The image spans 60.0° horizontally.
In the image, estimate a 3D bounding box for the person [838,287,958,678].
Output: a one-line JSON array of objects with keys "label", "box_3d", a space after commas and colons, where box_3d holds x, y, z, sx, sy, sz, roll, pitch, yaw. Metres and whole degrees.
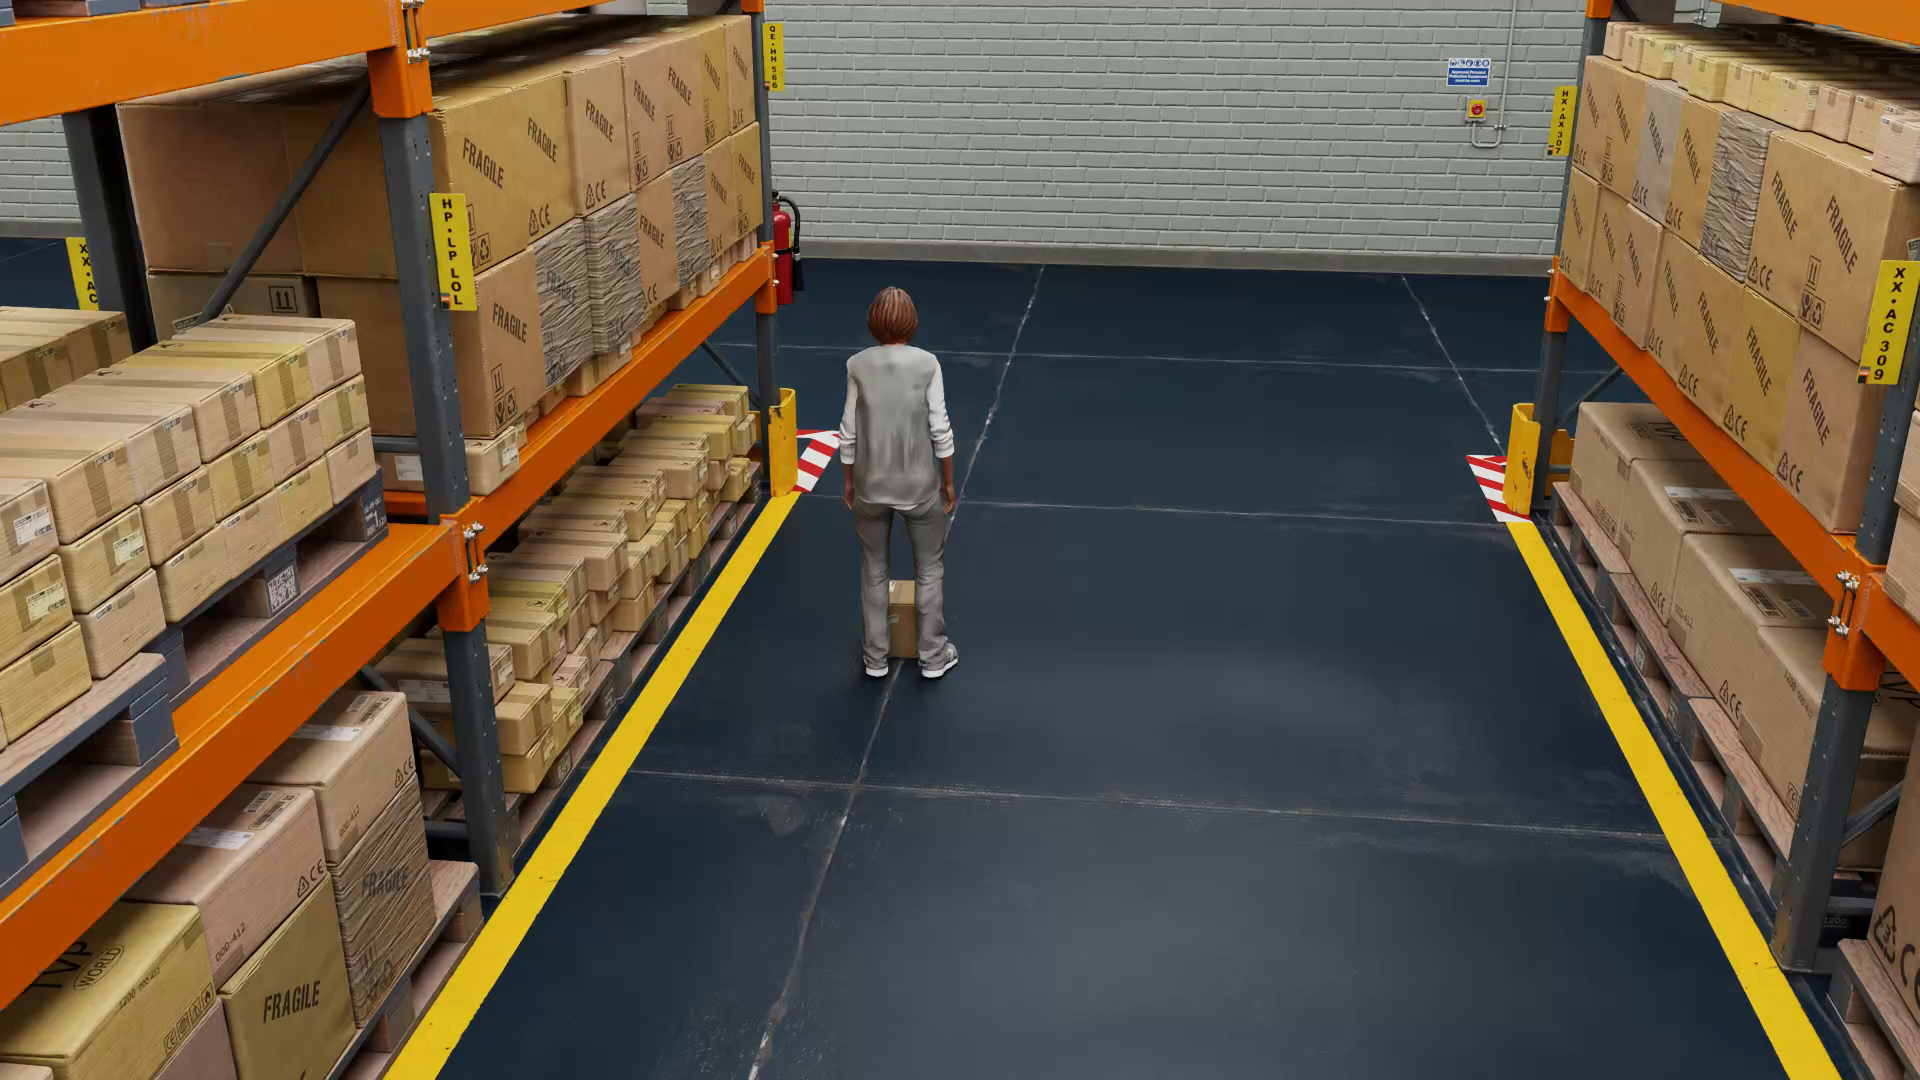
[{"label": "person", "box_3d": [-0.247, -0.200, 6.611, 0.460, 1.591, 0.348, 2, 22, 5]}]
